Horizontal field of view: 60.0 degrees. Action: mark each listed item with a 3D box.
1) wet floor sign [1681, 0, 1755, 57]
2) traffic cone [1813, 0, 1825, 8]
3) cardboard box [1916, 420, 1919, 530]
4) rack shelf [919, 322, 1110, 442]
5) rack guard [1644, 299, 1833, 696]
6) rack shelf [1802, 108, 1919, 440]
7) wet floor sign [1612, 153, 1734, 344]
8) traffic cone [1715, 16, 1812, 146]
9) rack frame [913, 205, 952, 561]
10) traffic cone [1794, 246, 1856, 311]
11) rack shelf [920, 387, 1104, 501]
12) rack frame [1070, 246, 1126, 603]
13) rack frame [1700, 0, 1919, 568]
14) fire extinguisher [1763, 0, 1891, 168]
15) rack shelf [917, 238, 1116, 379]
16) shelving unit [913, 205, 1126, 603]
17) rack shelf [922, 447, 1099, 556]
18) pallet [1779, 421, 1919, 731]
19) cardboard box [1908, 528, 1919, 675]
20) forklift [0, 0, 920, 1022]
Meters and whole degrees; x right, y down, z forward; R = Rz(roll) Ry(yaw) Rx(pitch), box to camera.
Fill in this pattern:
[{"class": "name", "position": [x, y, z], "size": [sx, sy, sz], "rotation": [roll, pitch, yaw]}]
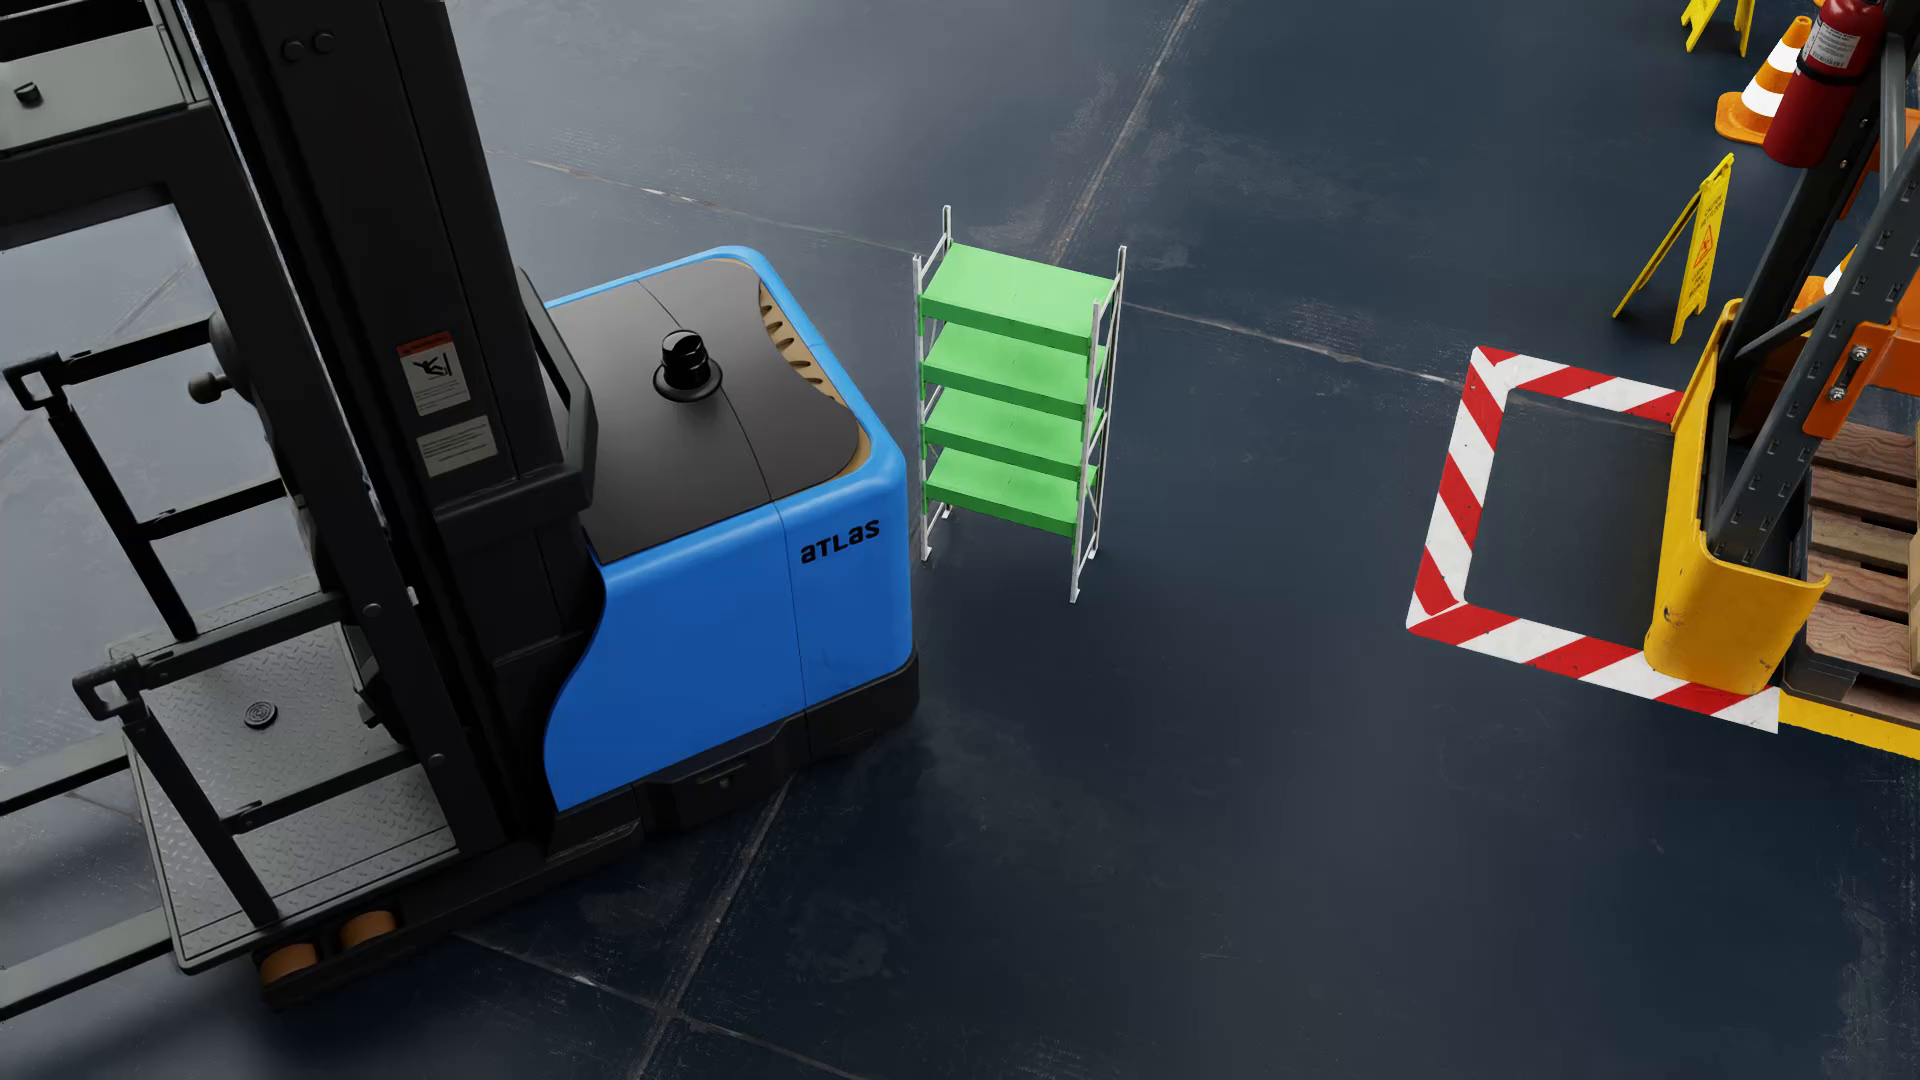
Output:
[{"class": "wet floor sign", "position": [3.218, -2.360, 6.868], "size": [0.232, 0.644, 0.267], "rotation": [8, 50, 7]}, {"class": "traffic cone", "position": [3.937, -2.550, 7.154], "size": [0.334, 0.463, 0.336], "rotation": [16, 51, 13]}, {"class": "cardboard box", "position": [3.185, -0.201, 4.981], "size": [0.500, 0.250, 0.500], "rotation": [15, 51, 13]}, {"class": "rack shelf", "position": [0.155, -0.465, 4.626], "size": [0.480, 0.148, 0.258], "rotation": [16, 51, 13]}, {"class": "rack guard", "position": [2.382, -0.153, 5.052], "size": [0.348, 0.500, 1.175], "rotation": [16, 51, 13]}, {"class": "rack shelf", "position": [4.187, -0.232, 3.942], "size": [4.000, 0.370, 1.077], "rotation": [16, 51, 13]}, {"class": "wet floor sign", "position": [2.503, -1.029, 5.715], "size": [0.232, 0.644, 0.267], "rotation": [33, 57, 25]}, {"class": "traffic cone", "position": [3.227, -1.838, 6.537], "size": [0.334, 0.463, 0.336], "rotation": [16, 51, 13]}, {"class": "rack frame", "position": [-0.074, -0.414, 4.814], "size": [0.015, 1.200, 0.240], "rotation": [16, 51, 13]}, {"class": "traffic cone", "position": [3.161, -0.963, 5.778], "size": [0.334, 0.463, 0.336], "rotation": [16, 51, 13]}, {"class": "rack shelf", "position": [0.155, -0.308, 4.807], "size": [0.480, 0.148, 0.258], "rotation": [16, 51, 13]}, {"class": "rack frame", "position": [0.384, -0.286, 4.704], "size": [0.015, 1.200, 0.240], "rotation": [16, 51, 13]}, {"class": "rack frame", "position": [2.311, -0.992, 4.124], "size": [0.127, 3.000, 1.000], "rotation": [16, 51, 13]}, {"class": "fire extinguisher", "position": [2.363, -1.323, 4.463], "size": [0.183, 0.674, 0.296], "rotation": [16, 51, 13]}, {"class": "rack shelf", "position": [0.155, -0.622, 4.445], "size": [0.480, 0.148, 0.258], "rotation": [16, 51, 13]}, {"class": "shelving unit", "position": [0.155, -0.350, 4.759], "size": [0.503, 1.200, 0.258], "rotation": [16, 51, 13]}, {"class": "rack shelf", "position": [0.155, -0.151, 4.989], "size": [0.480, 0.148, 0.258], "rotation": [16, 51, 13]}, {"class": "pallet", "position": [3.132, 0.179, 4.955], "size": [1.213, 0.211, 1.003], "rotation": [16, 51, 13]}, {"class": "cardboard box", "position": [2.971, 0.179, 4.652], "size": [0.500, 0.250, 0.500], "rotation": [15, 51, 13]}, {"class": "forklift", "position": [-1.662, -0.243, 3.521], "size": [3.031, 2.935, 1.130], "rotation": [-22, 53, -18]}]
